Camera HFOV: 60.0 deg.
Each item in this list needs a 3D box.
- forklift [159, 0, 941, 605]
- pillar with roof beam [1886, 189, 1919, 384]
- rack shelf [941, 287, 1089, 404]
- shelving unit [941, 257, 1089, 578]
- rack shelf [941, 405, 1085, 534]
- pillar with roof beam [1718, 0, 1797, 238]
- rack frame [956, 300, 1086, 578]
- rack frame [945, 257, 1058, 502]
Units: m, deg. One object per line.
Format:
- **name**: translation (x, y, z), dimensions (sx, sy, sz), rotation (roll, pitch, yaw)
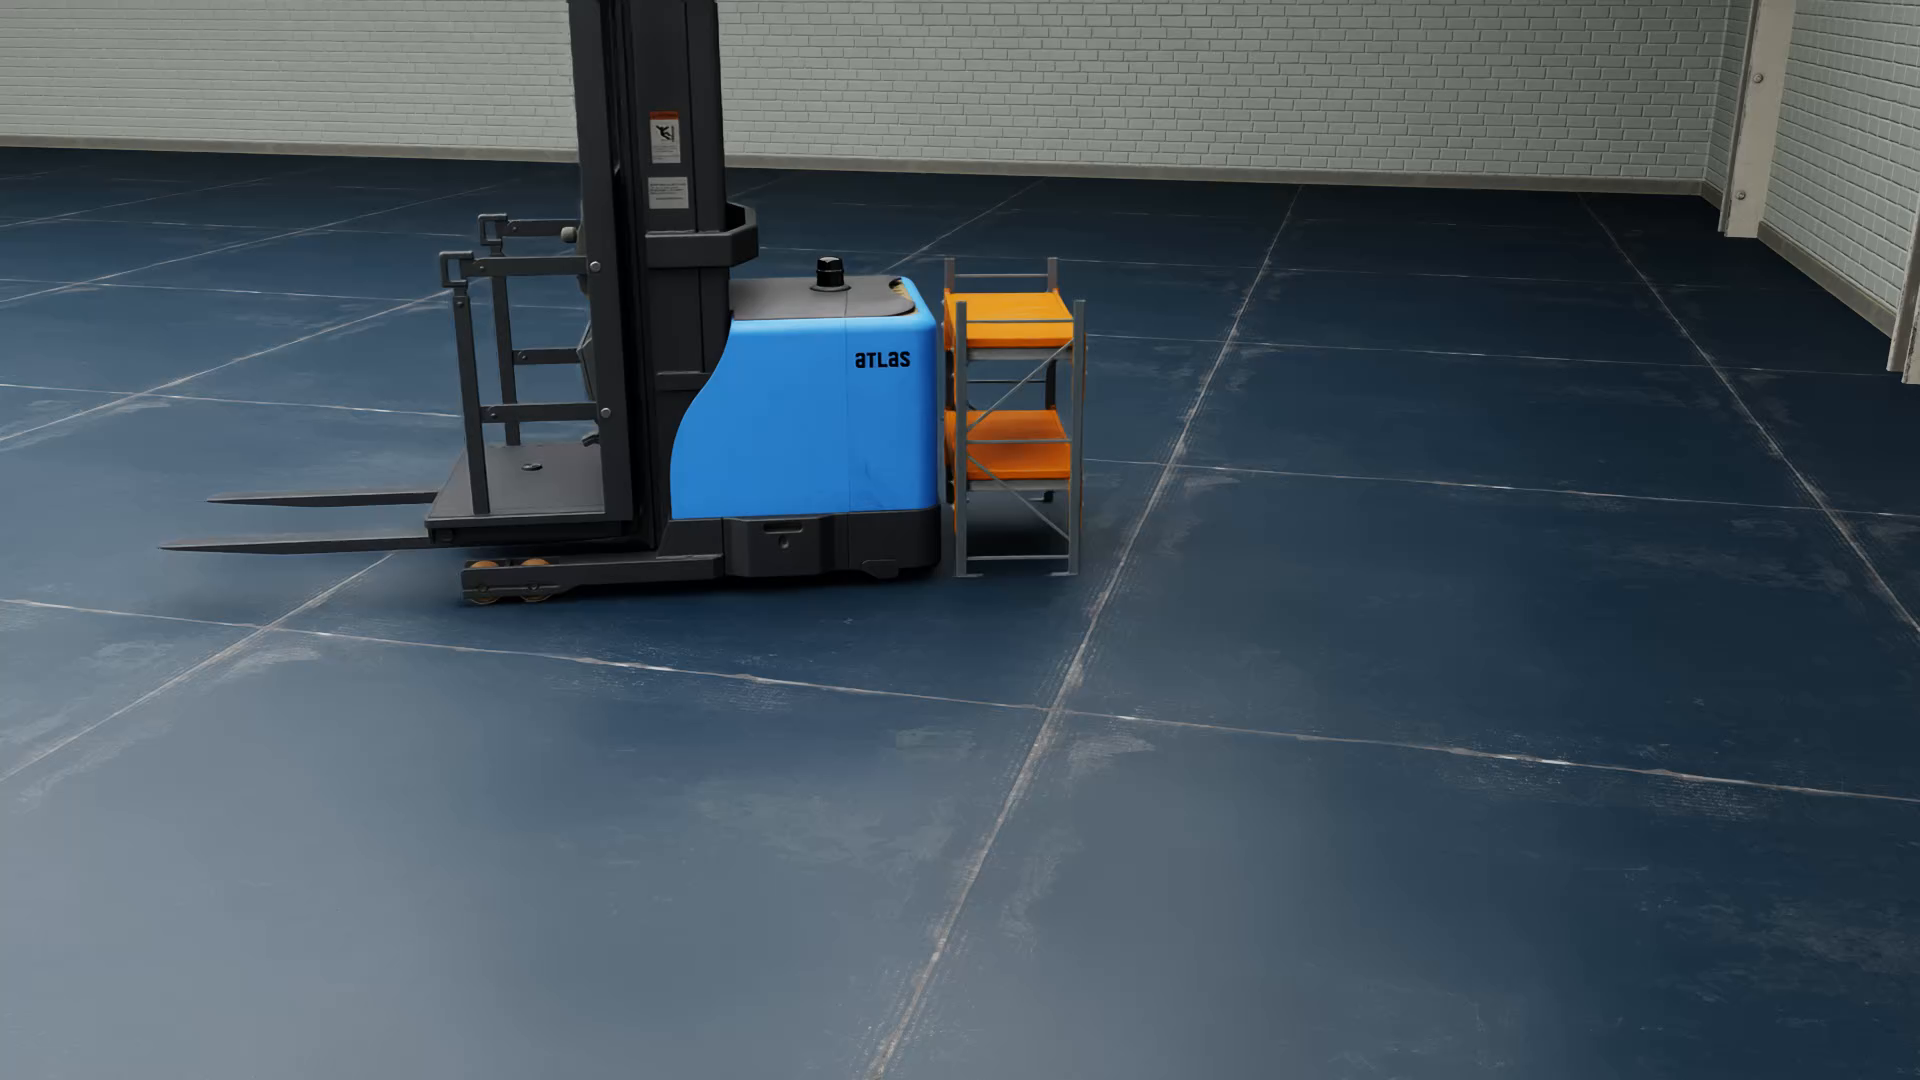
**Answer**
- **forklift**: translation (-1.633, -1.318, 6.512), dimensions (3.031, 2.935, 1.130), rotation (-2, 19, -7)
- **pillar with roof beam**: translation (1.657, -5.583, 9.611), dimensions (9.100, 9.000, 0.400), rotation (5, 19, 13)
- **rack shelf**: translation (0.208, -0.828, 6.967), dimensions (0.538, 0.278, 1.000), rotation (-1, 19, -3)
- **shelving unit**: translation (0.208, -0.552, 7.062), dimensions (0.538, 1.125, 1.048), rotation (-1, 19, -3)
- **rack shelf**: translation (0.208, -0.320, 7.141), dimensions (0.538, 0.278, 1.000), rotation (-1, 19, -3)
- **pillar with roof beam**: translation (3.123, -7.464, 15.117), dimensions (9.100, 9.000, 0.400), rotation (5, 19, 13)
- **rack frame**: translation (0.233, -0.387, 6.582), dimensions (0.500, 1.125, 0.032), rotation (-1, 19, -3)
- **rack frame**: translation (0.183, -0.716, 7.542), dimensions (0.500, 1.125, 0.032), rotation (-1, 19, -3)
